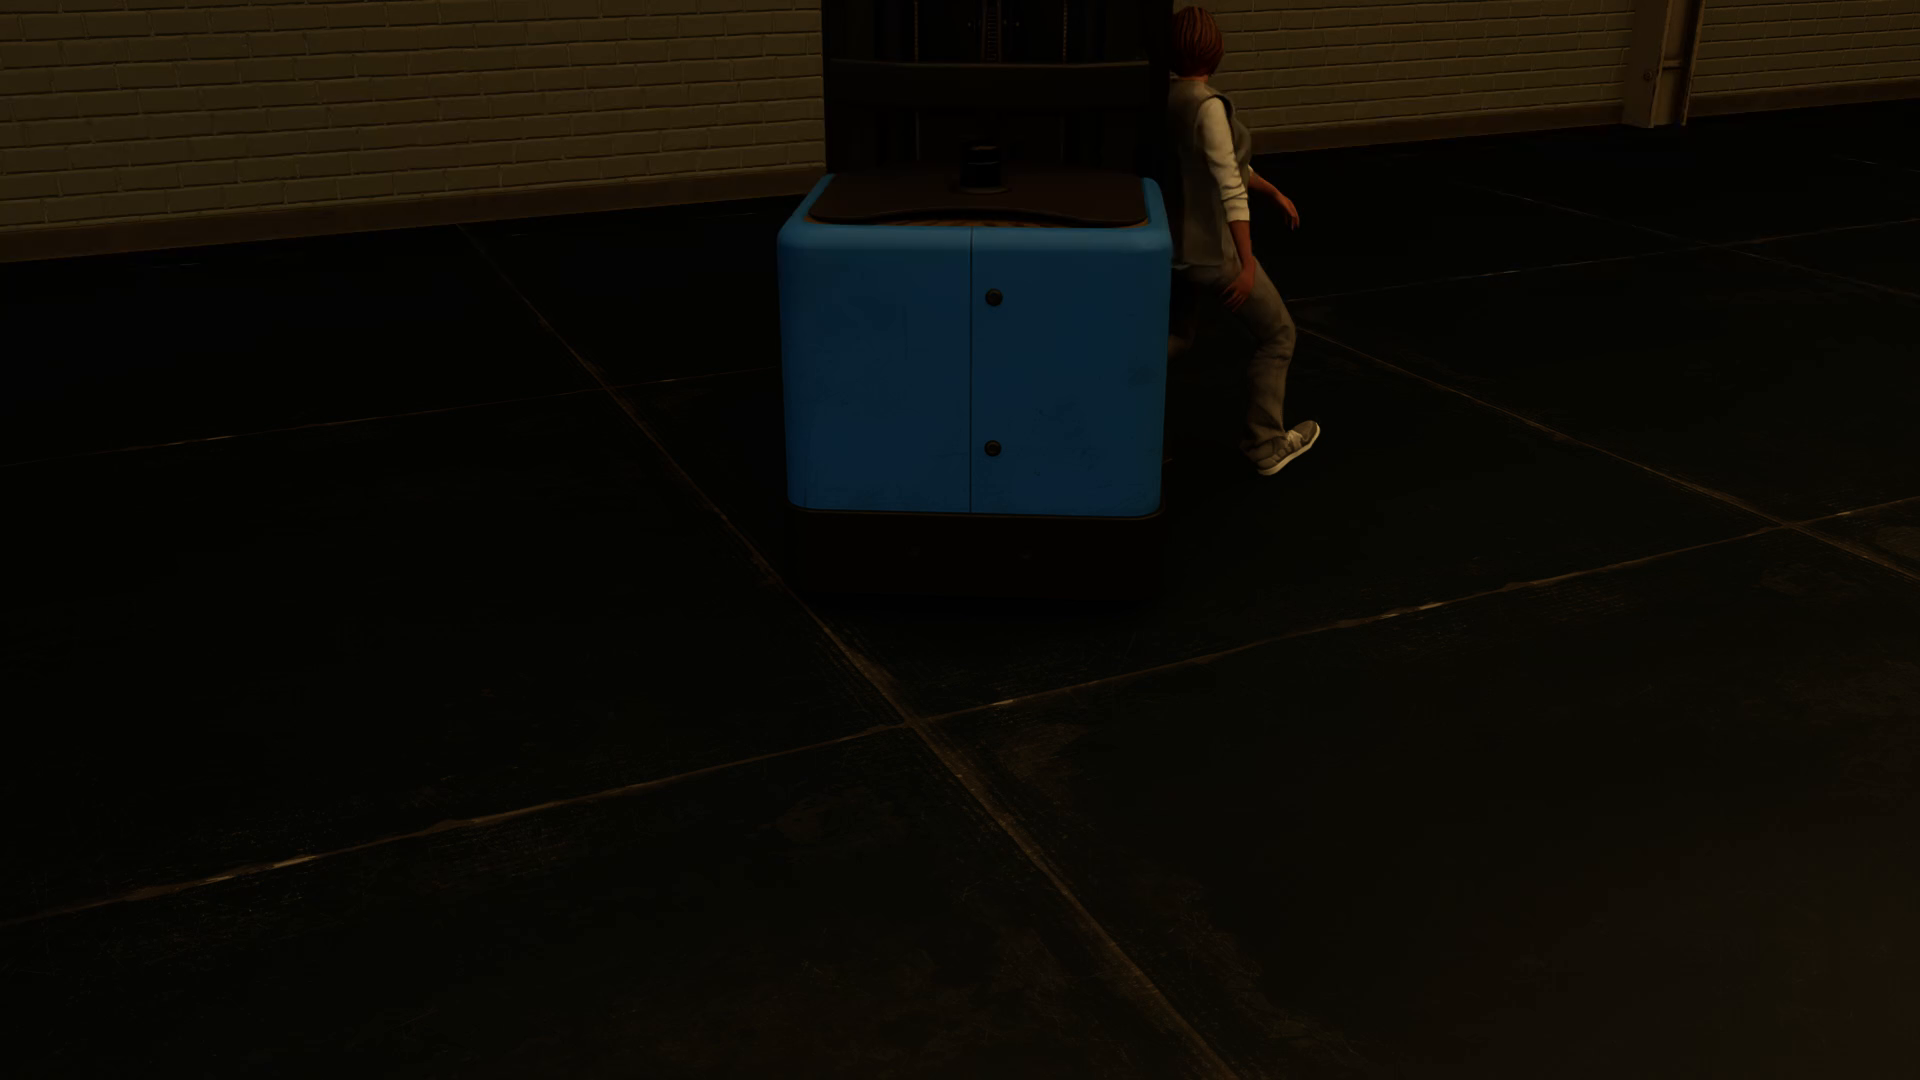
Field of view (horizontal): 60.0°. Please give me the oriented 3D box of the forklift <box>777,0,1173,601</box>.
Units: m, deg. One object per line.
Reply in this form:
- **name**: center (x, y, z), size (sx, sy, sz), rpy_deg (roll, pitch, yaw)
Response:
- **forklift**: center (0.131, -1.711, 5.405), size (1.130, 2.935, 3.031), rpy_deg (1, 23, 4)

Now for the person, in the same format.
- **person**: center (0.818, -0.929, 5.380), size (0.769, 1.519, 0.572), rpy_deg (-12, 25, -27)
